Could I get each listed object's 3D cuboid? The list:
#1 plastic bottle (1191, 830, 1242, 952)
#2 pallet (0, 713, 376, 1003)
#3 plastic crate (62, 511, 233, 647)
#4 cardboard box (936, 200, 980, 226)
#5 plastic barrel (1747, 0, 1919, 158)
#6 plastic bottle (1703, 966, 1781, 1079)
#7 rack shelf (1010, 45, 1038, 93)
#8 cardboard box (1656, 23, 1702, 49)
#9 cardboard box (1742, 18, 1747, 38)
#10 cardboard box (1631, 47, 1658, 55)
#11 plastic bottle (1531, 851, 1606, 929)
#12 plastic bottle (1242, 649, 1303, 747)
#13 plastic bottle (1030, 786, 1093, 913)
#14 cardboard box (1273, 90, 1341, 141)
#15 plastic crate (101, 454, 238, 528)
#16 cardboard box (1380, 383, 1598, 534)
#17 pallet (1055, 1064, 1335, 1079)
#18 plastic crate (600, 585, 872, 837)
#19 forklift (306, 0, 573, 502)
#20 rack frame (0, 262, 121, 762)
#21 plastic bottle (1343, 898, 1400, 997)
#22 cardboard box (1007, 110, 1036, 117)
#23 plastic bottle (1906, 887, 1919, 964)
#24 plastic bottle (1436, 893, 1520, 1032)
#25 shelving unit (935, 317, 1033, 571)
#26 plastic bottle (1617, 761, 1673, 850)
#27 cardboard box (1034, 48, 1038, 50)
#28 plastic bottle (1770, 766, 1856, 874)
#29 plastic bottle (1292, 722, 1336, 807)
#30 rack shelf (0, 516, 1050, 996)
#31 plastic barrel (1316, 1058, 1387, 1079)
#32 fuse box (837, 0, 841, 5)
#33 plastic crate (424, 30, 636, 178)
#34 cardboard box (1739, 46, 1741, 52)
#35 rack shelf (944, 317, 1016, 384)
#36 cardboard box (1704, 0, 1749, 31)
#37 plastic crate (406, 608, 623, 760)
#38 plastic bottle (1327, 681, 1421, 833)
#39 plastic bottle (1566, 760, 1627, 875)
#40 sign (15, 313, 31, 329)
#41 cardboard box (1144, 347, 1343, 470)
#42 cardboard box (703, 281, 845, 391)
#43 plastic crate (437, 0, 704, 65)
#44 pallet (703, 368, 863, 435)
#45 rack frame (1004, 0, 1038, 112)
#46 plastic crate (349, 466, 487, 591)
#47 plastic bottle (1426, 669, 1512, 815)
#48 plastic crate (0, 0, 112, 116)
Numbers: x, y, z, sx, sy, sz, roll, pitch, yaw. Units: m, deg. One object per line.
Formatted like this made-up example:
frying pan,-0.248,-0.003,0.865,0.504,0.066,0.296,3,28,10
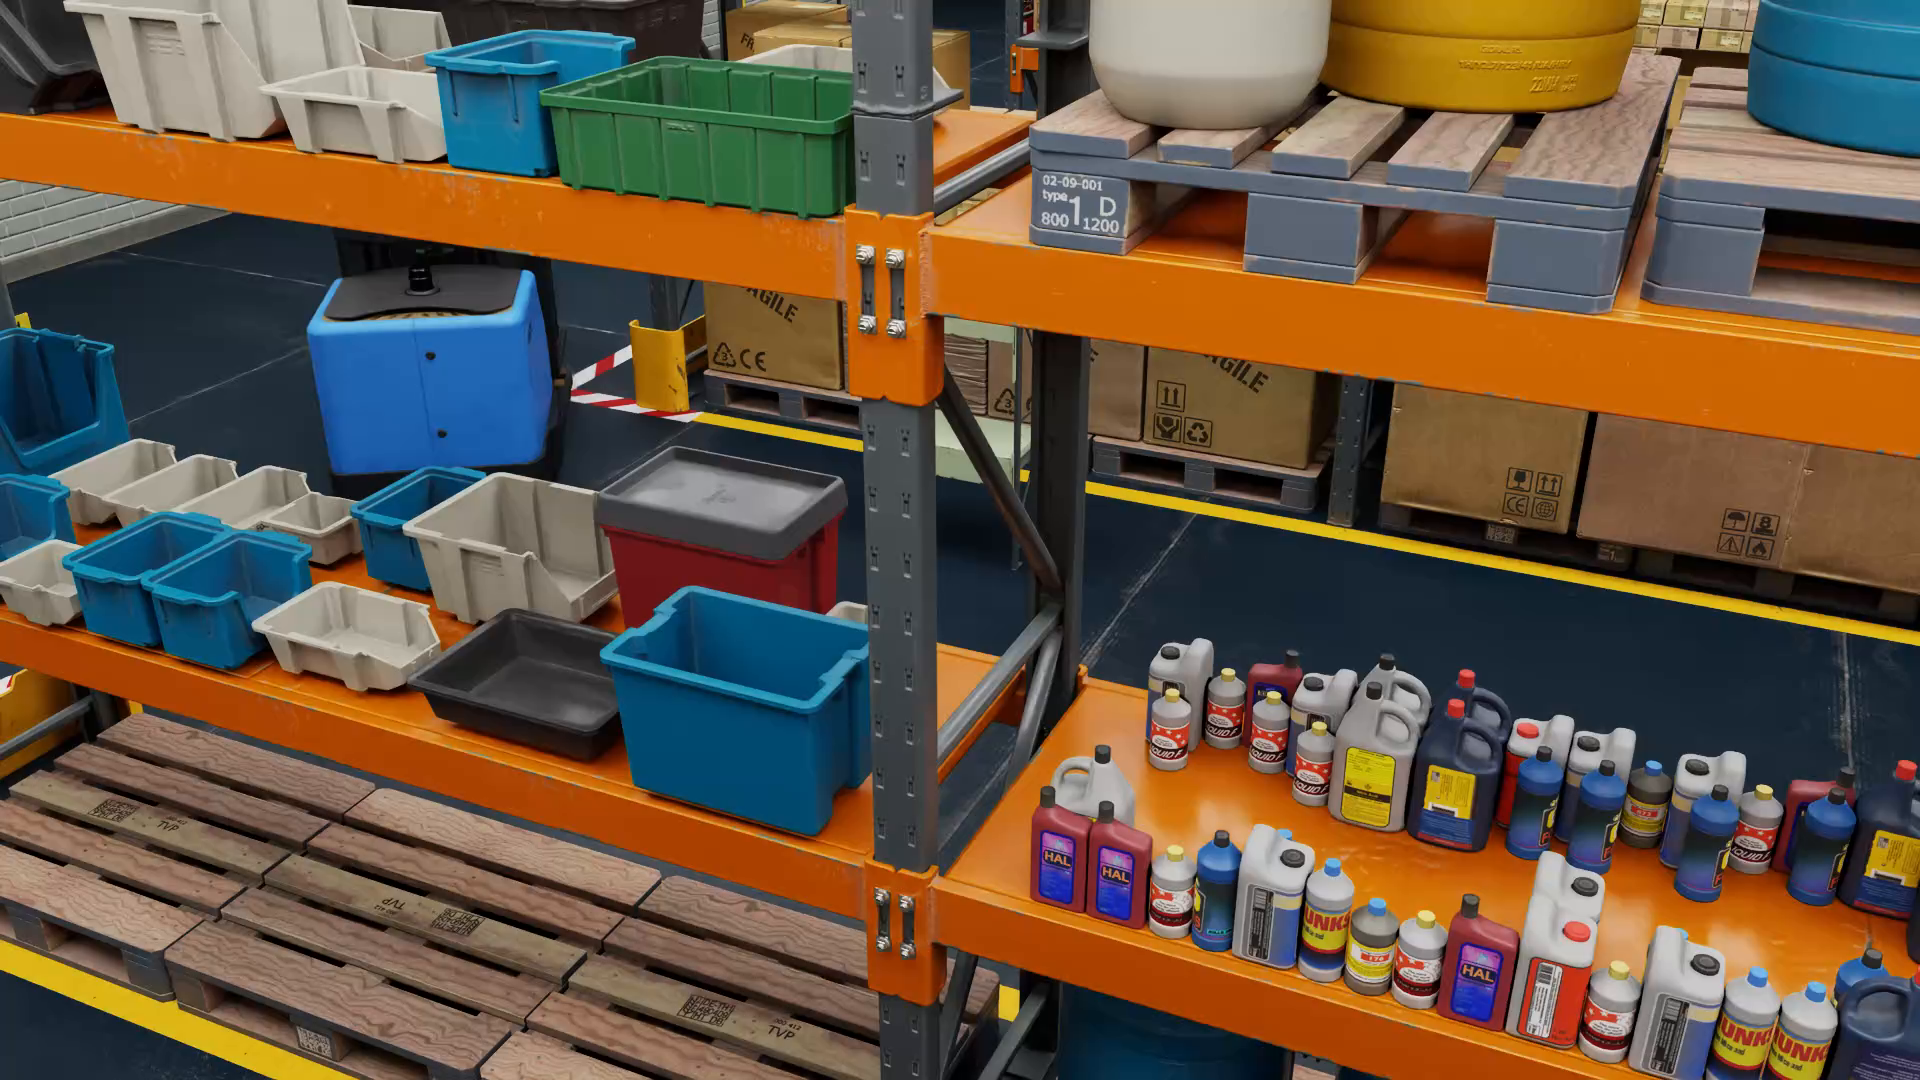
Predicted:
plastic bottle,0.545,0.732,3.512,0.097,0.271,0.097,0,26,0
pallet,-2.842,1.066,5.846,1.213,0.211,1.003,11,28,22
plastic crate,-2.289,0.115,4.742,0.300,0.233,0.416,11,28,22
cardboard box,0.061,-1.752,8.697,0.250,0.149,0.380,11,28,21
plastic barrel,1.682,-1.128,2.707,0.708,0.901,0.600,11,28,22
plastic bottle,1.477,0.920,3.132,0.097,0.271,0.097,0,26,0
rack shelf,2.440,-3.630,13.042,4.000,0.370,1.077,11,28,22
cardboard box,4.900,-3.446,11.325,0.250,0.149,0.380,12,29,23
cardboard box,5.420,-3.661,11.762,0.250,0.149,0.380,10,28,20
cardboard box,4.683,-3.358,11.483,0.250,0.149,0.380,12,29,23
plastic bottle,1.234,0.782,3.407,0.135,0.276,0.152,11,28,22
plastic bottle,0.787,0.398,4.177,0.133,0.283,0.061,11,28,22
plastic bottle,0.222,0.671,3.623,0.133,0.283,0.061,11,28,22
cardboard box,1.586,-1.991,7.881,0.500,0.500,0.500,12,29,23
plastic crate,-2.501,-0.125,5.338,0.243,0.136,0.396,11,28,22
cardboard box,2.706,-0.738,8.282,0.875,0.875,1.225,11,28,22
pallet,0.750,1.789,4.377,1.213,0.211,1.003,11,28,22
plastic crate,-0.501,0.412,3.967,0.575,0.384,0.392,11,28,22
forklift,-2.846,-2.045,9.086,1.130,2.935,3.031,-4,27,-8
rack frame,-3.576,-0.351,5.568,0.127,3.000,1.000,11,28,22
plastic bottle,0.845,0.824,3.406,0.097,0.201,0.097,0,26,0
cardboard box,0.426,-2.148,9.049,0.500,0.250,0.500,11,28,22
plastic bottle,2.099,0.726,3.436,0.185,0.351,0.144,11,28,22
plastic bottle,1.031,0.833,3.294,0.133,0.283,0.061,11,28,22
shelving unit,0.006,-0.672,7.916,0.755,1.500,0.431,11,28,22
plastic bottle,1.589,0.605,3.850,0.097,0.201,0.097,0,26,0
cardboard box,0.778,-4.015,13.293,0.250,0.149,0.380,11,28,21
plastic bottle,1.912,0.624,3.718,0.133,0.283,0.061,11,28,22
plastic bottle,0.855,0.532,3.999,0.097,0.201,0.097,0,26,0
rack shelf,-1.756,0.337,4.984,4.000,0.370,1.077,11,28,22
plastic barrel,1.198,1.369,3.974,0.708,0.901,0.600,11,28,22
fuse box,-1.564,-7.589,21.727,0.414,1.711,0.539,11,28,22
plastic crate,-0.896,-0.929,3.534,0.300,0.233,0.416,11,28,22
cardboard box,5.369,-3.218,11.199,0.250,0.149,0.380,10,28,20
rack shelf,0.006,-1.022,7.744,0.720,0.370,0.431,11,28,22
cardboard box,5.143,-3.530,11.159,0.250,0.149,0.380,11,28,21
plastic crate,-1.065,0.380,4.326,0.590,0.125,0.437,11,28,22
plastic bottle,0.977,0.497,3.901,0.185,0.351,0.144,11,28,22
plastic bottle,1.437,0.617,3.746,0.097,0.271,0.097,0,26,0
sign,-3.363,-0.649,5.987,0.005,0.325,0.100,11,28,22
cardboard box,1.547,-0.999,8.814,0.875,0.875,0.875,11,28,22
cardboard box,-0.910,-1.493,9.817,0.875,0.875,0.875,11,28,22
plastic crate,-0.952,-1.244,4.134,0.590,0.269,0.497,11,28,22
pallet,-0.766,-0.977,9.996,1.213,0.211,1.003,11,28,22
rack frame,0.619,-4.319,13.626,0.127,3.000,1.000,11,28,22
plastic crate,-1.601,-0.031,5.038,0.300,0.233,0.416,11,28,22
plastic bottle,1.205,0.472,3.950,0.185,0.351,0.144,11,28,22
plastic crate,-2.299,-1.279,4.127,0.767,0.338,0.504,11,28,22
